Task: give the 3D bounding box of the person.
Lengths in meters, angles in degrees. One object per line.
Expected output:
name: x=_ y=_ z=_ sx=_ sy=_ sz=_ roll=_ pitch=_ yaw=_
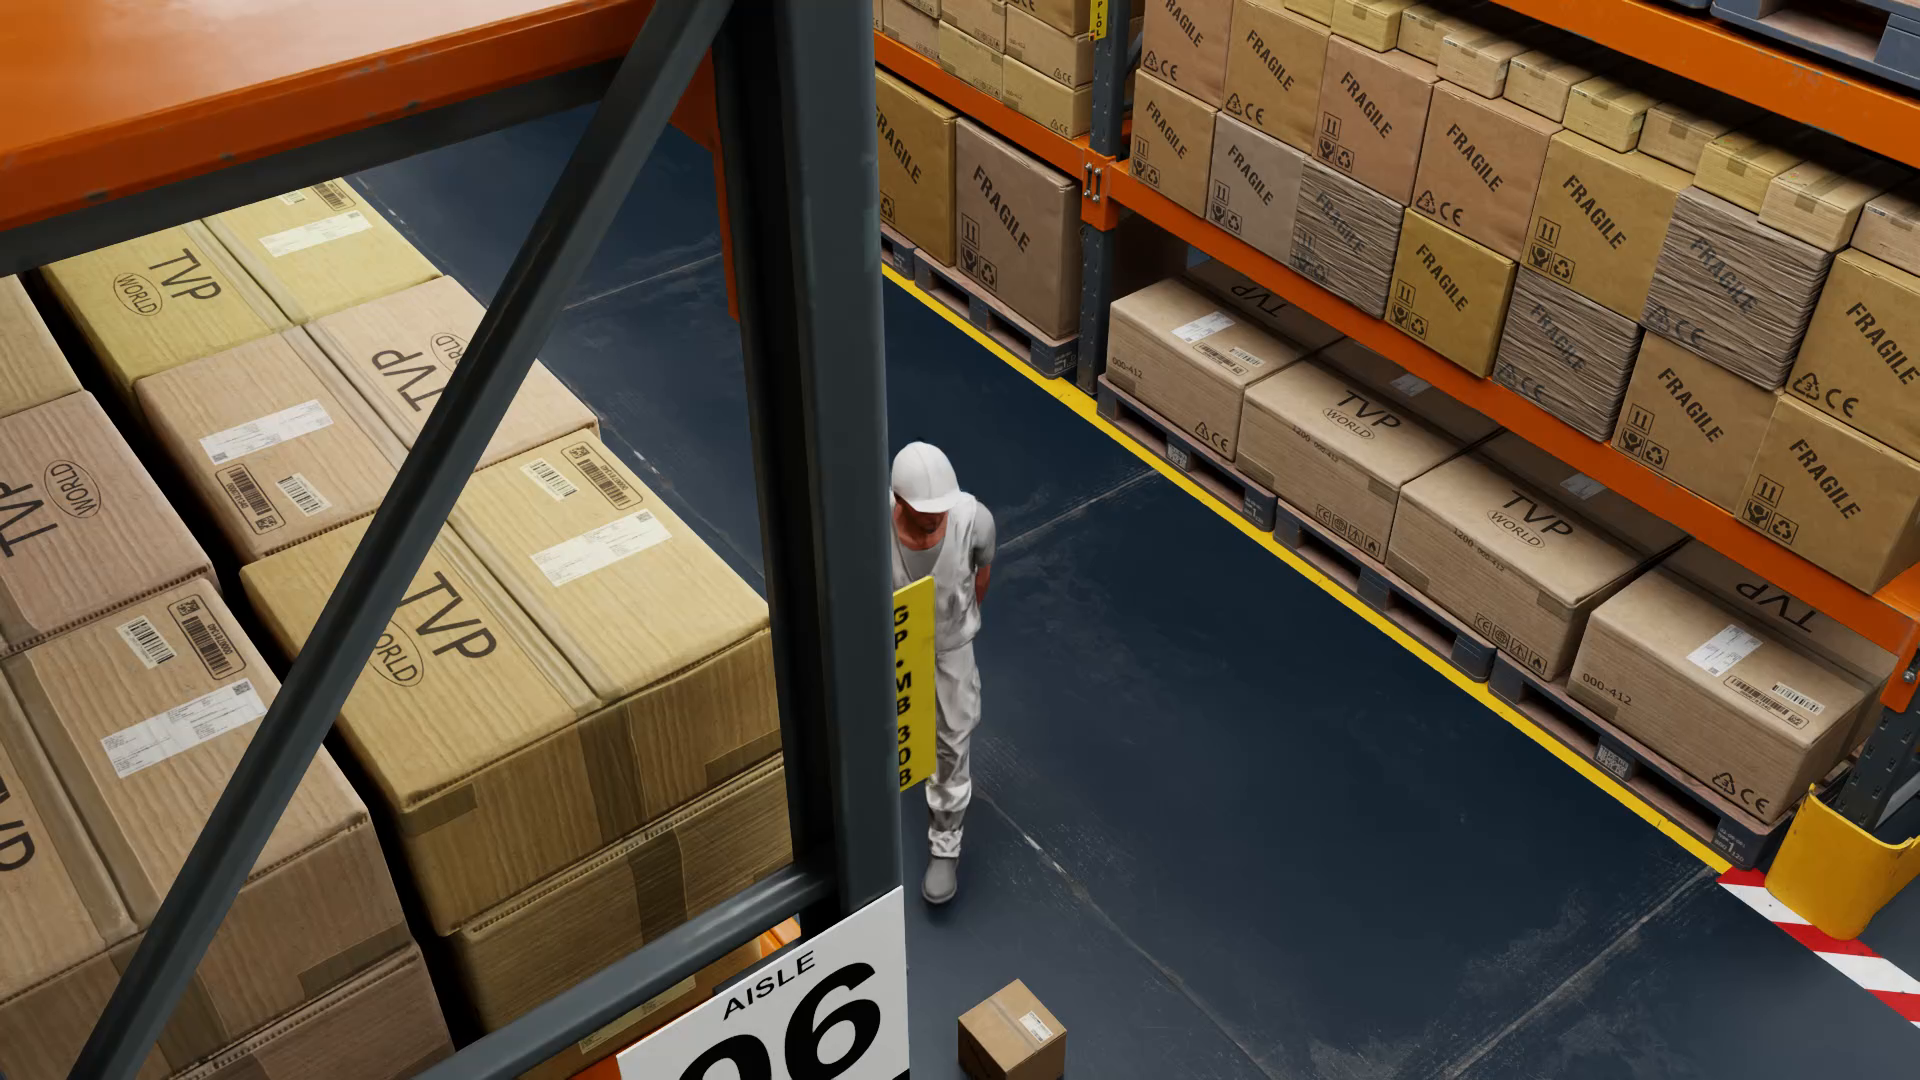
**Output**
person: x=-0.152 y=0.345 z=5.734 sx=0.526 sy=1.725 sz=1.045 roll=4 pitch=40 yaw=4
